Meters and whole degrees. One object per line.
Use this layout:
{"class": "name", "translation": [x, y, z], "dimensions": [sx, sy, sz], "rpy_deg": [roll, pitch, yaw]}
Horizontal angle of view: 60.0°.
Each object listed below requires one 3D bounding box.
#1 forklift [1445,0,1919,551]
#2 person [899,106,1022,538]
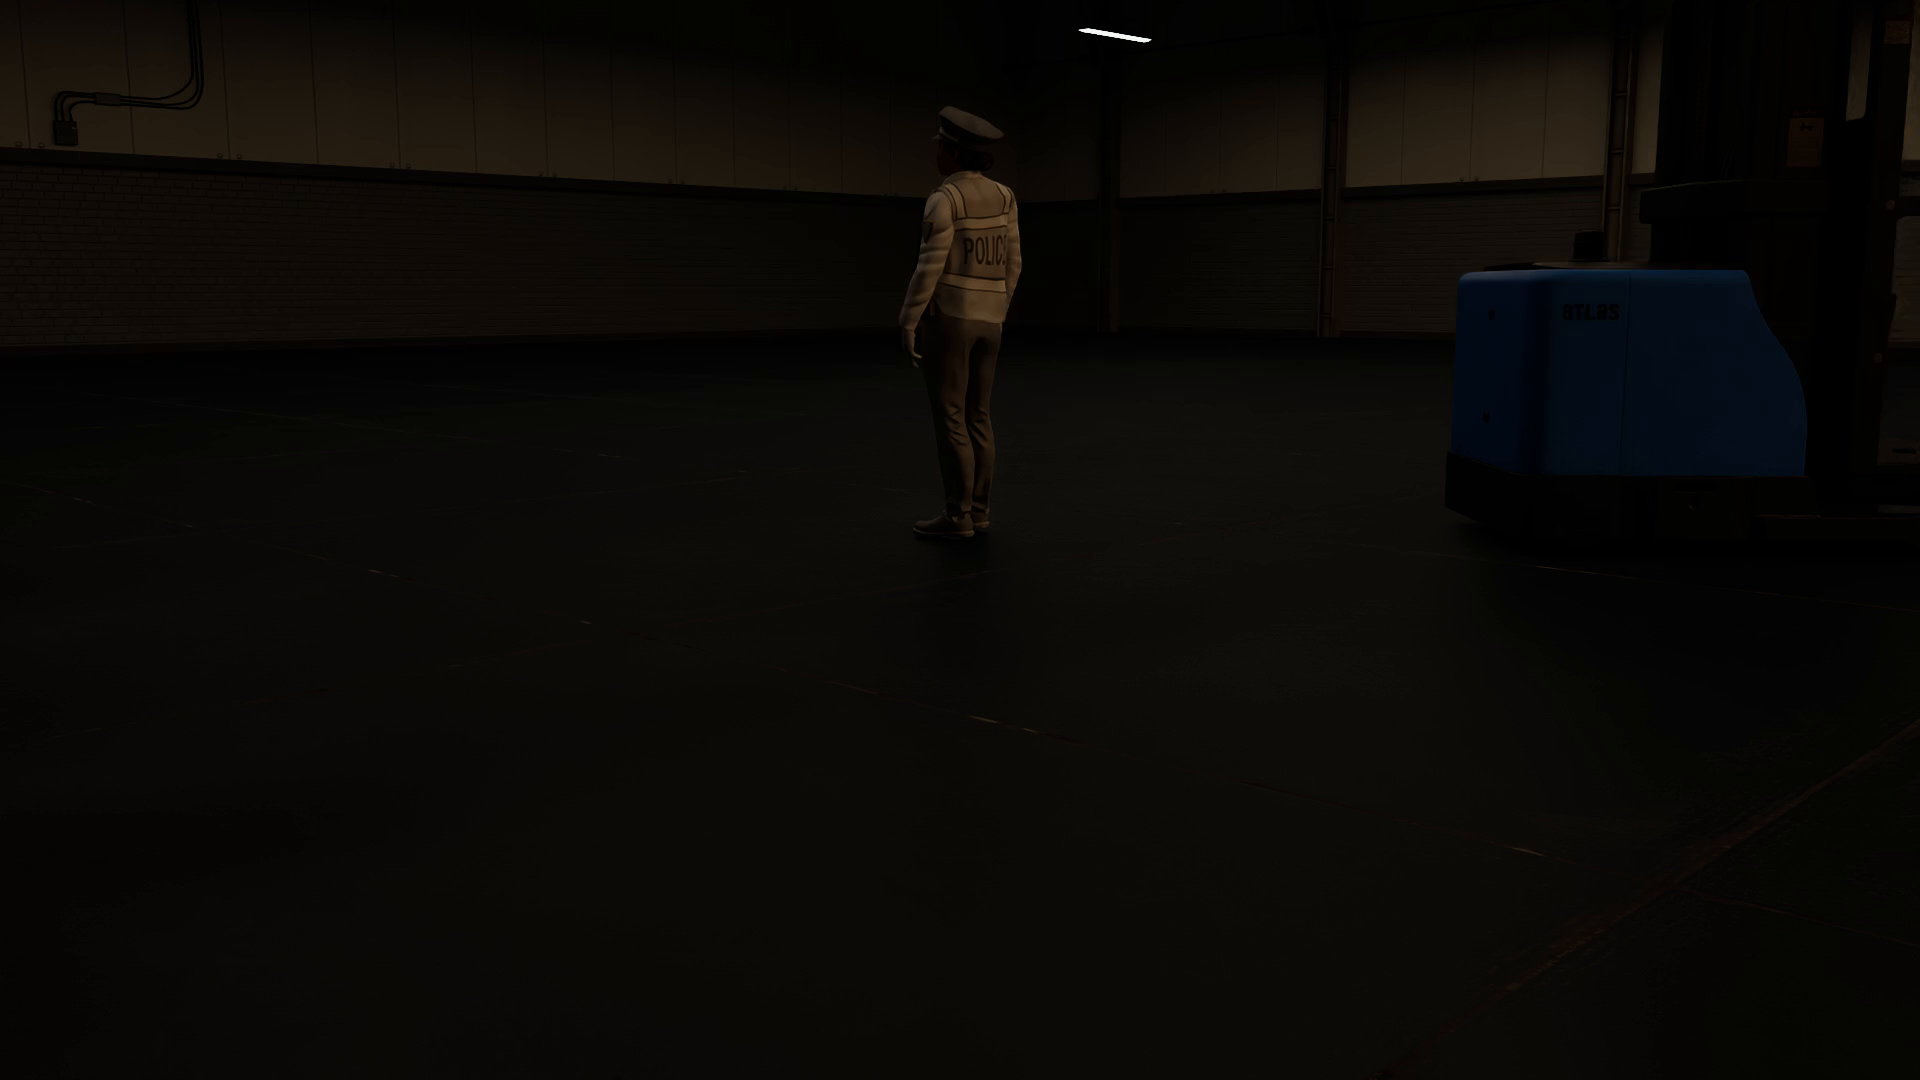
{"class": "forklift", "translation": [3.609, -1.457, 6.547], "dimensions": [3.031, 2.935, 1.130], "rpy_deg": [0, 9, 0]}
{"class": "person", "translation": [-0.044, -0.853, 6.641], "dimensions": [0.533, 1.696, 0.588], "rpy_deg": [8, 12, 43]}
